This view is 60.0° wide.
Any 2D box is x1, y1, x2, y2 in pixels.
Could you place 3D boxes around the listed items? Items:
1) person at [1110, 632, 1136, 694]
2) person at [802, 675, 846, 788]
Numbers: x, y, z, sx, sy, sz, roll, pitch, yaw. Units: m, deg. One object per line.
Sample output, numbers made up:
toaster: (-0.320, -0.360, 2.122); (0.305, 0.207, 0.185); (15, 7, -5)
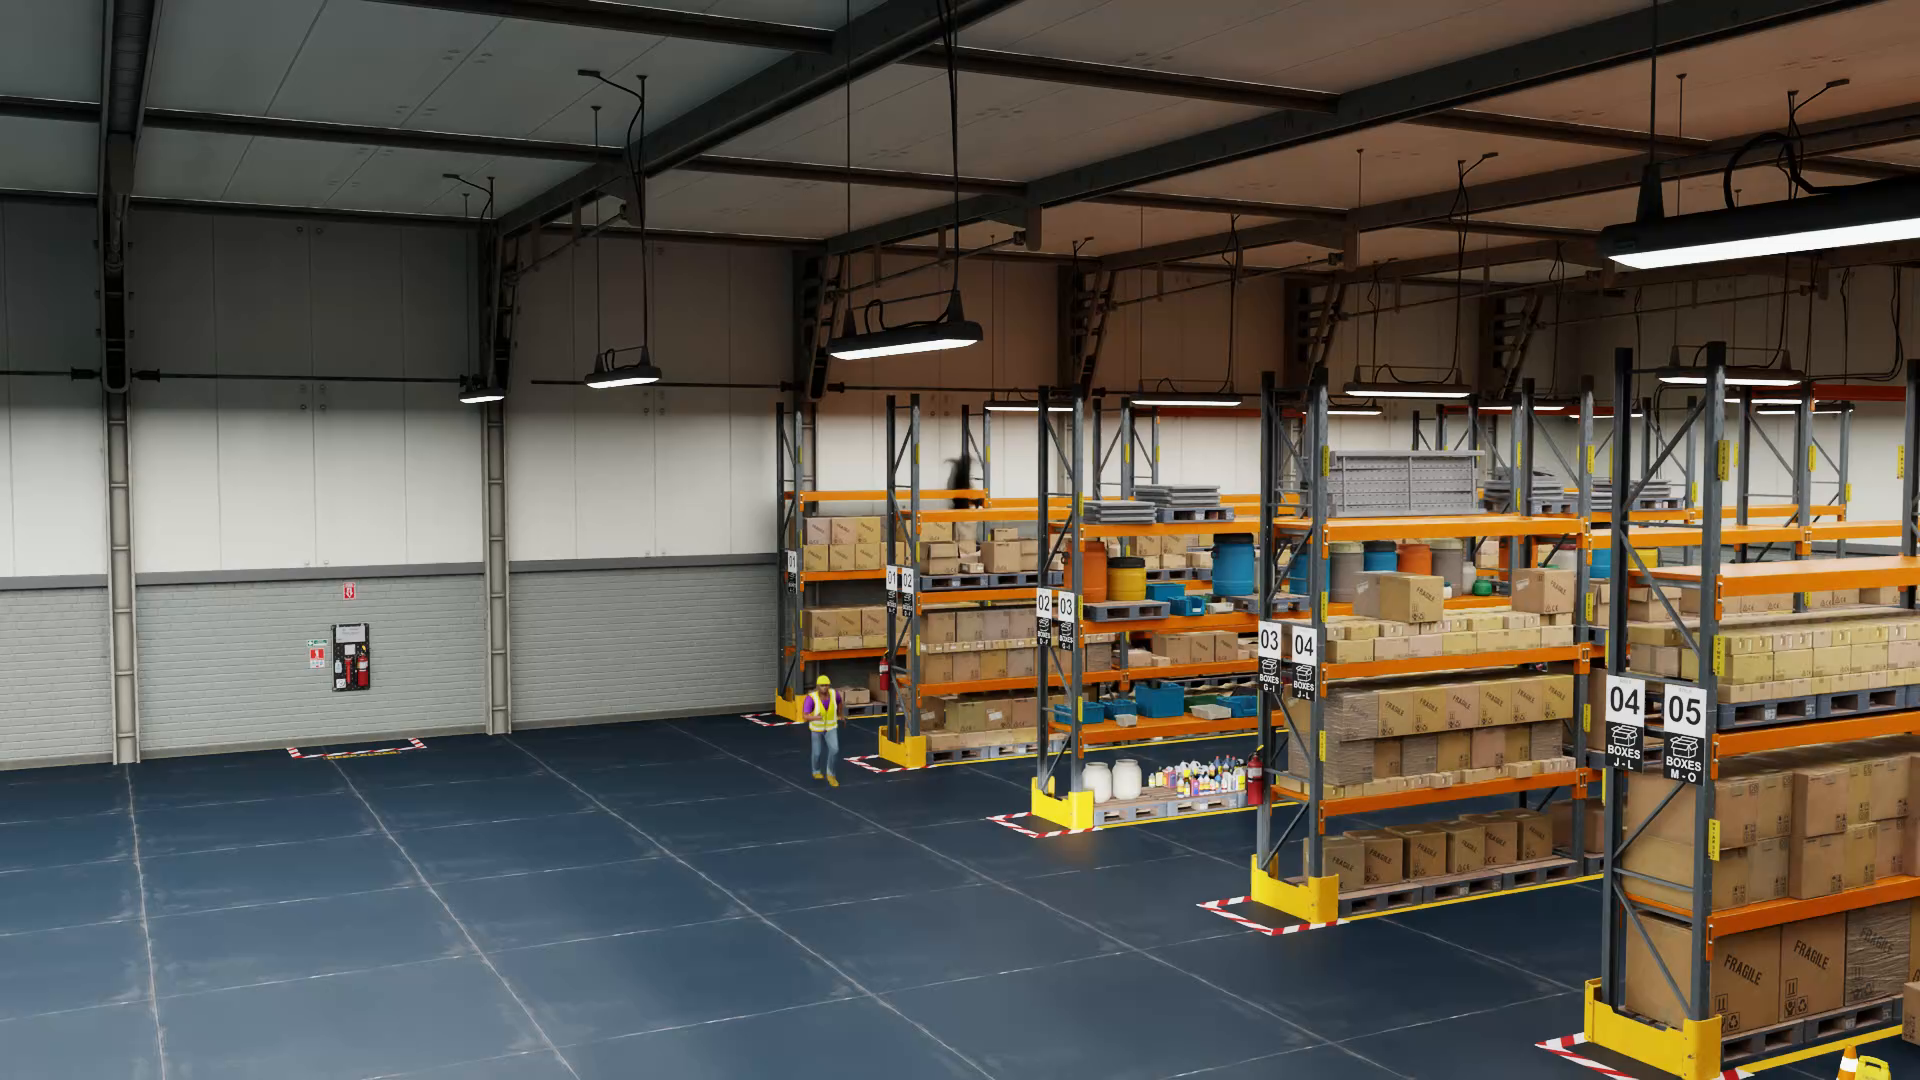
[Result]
person: (3.076, 2.517, 31.381); (0.821, 1.734, 0.706); (-1, 3, -20)
person: (-2.060, 2.893, 25.235); (0.710, 1.734, 0.983); (-1, 3, -13)
